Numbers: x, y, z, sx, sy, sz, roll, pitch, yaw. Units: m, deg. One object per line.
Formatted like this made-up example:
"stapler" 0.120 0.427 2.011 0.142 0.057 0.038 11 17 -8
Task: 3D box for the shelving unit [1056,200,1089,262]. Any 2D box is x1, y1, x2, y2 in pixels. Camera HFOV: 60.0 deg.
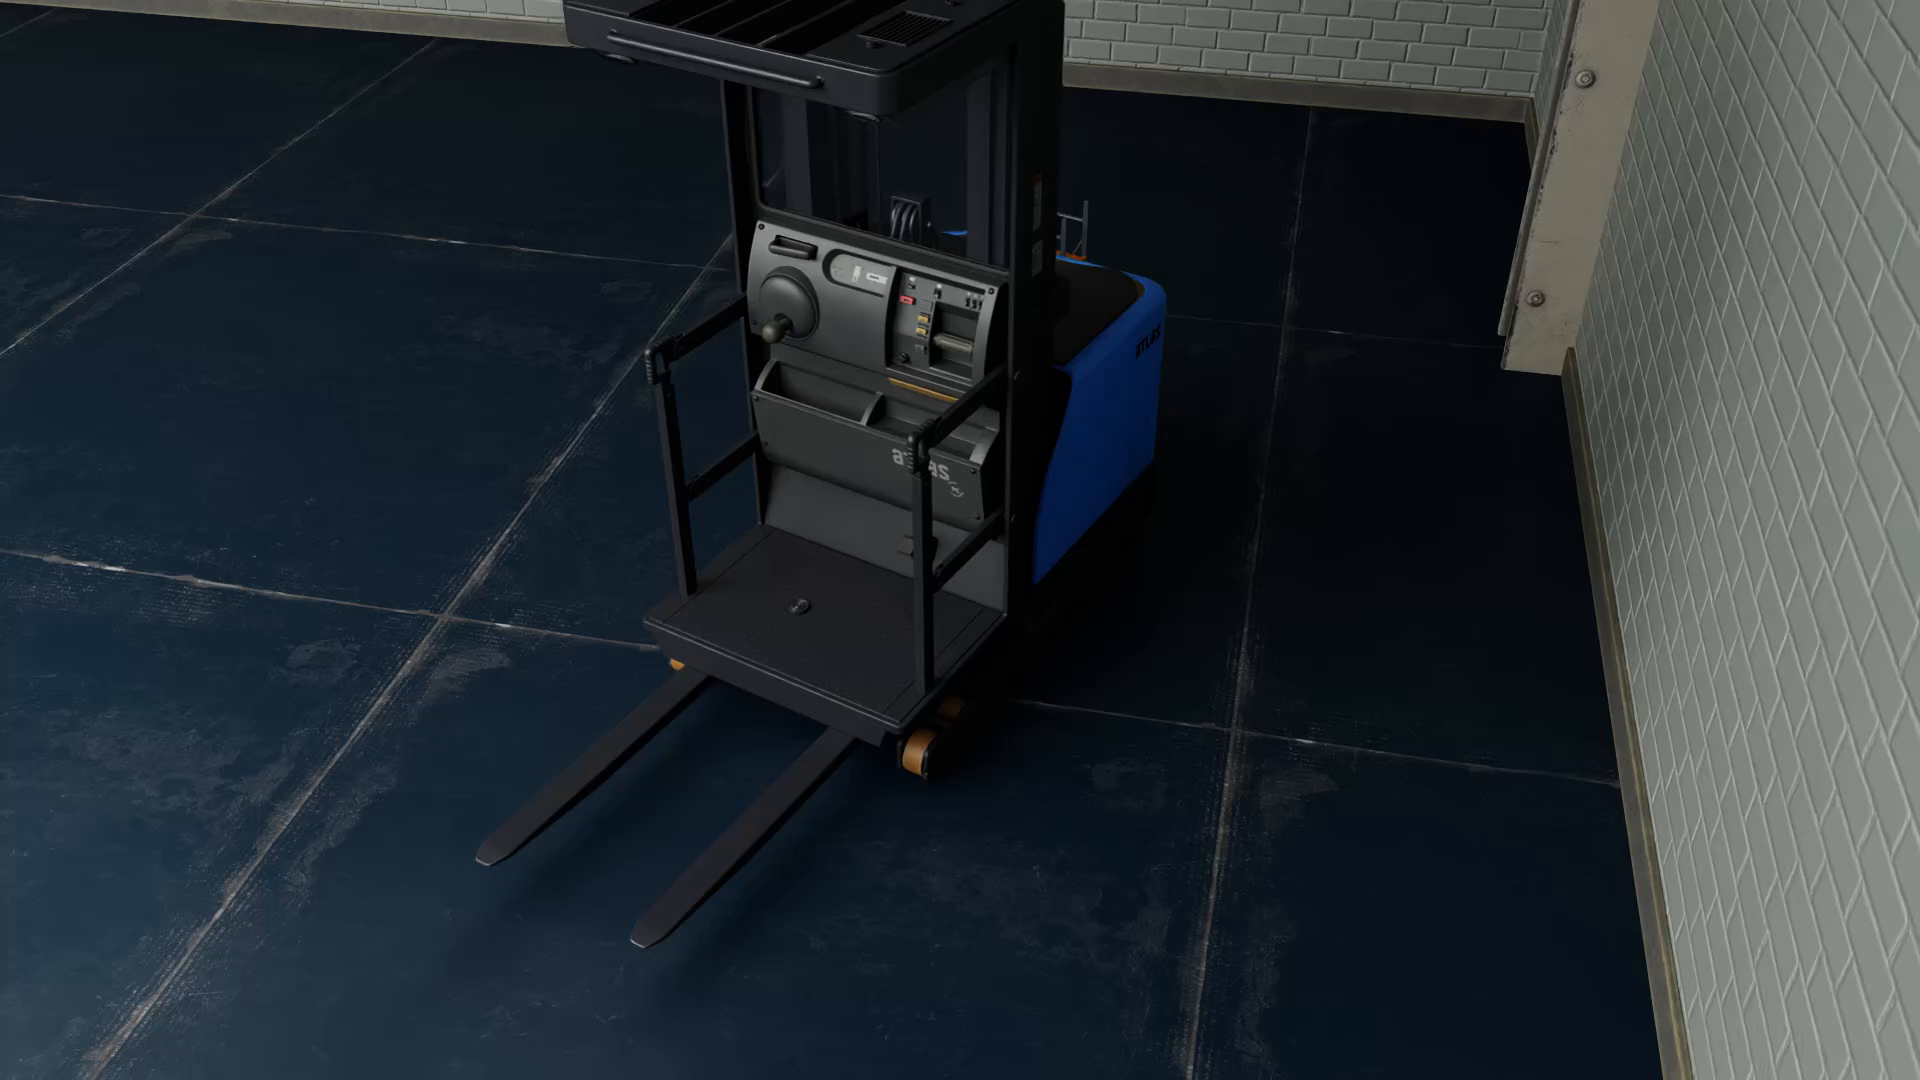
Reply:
"shelving unit" 0.357 -0.835 6.880 0.258 1.200 0.189 20 40 25

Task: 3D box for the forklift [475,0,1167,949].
"forklift" -0.401 -0.697 5.215 1.130 2.935 3.031 20 40 25

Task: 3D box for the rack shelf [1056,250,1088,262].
"rack shelf" 0.356 -1.091 6.695 0.258 0.103 0.180 20 40 25

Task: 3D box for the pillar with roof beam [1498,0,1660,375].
"pillar with roof beam" -1.452 -5.086 6.099 9.100 9.000 0.400 7 37 10

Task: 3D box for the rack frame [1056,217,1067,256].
"rack frame" 0.309 -0.789 6.817 0.240 1.200 0.006 20 40 25

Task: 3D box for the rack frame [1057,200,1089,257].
"rack frame" 0.404 -0.881 6.943 0.240 1.200 0.006 20 40 25
